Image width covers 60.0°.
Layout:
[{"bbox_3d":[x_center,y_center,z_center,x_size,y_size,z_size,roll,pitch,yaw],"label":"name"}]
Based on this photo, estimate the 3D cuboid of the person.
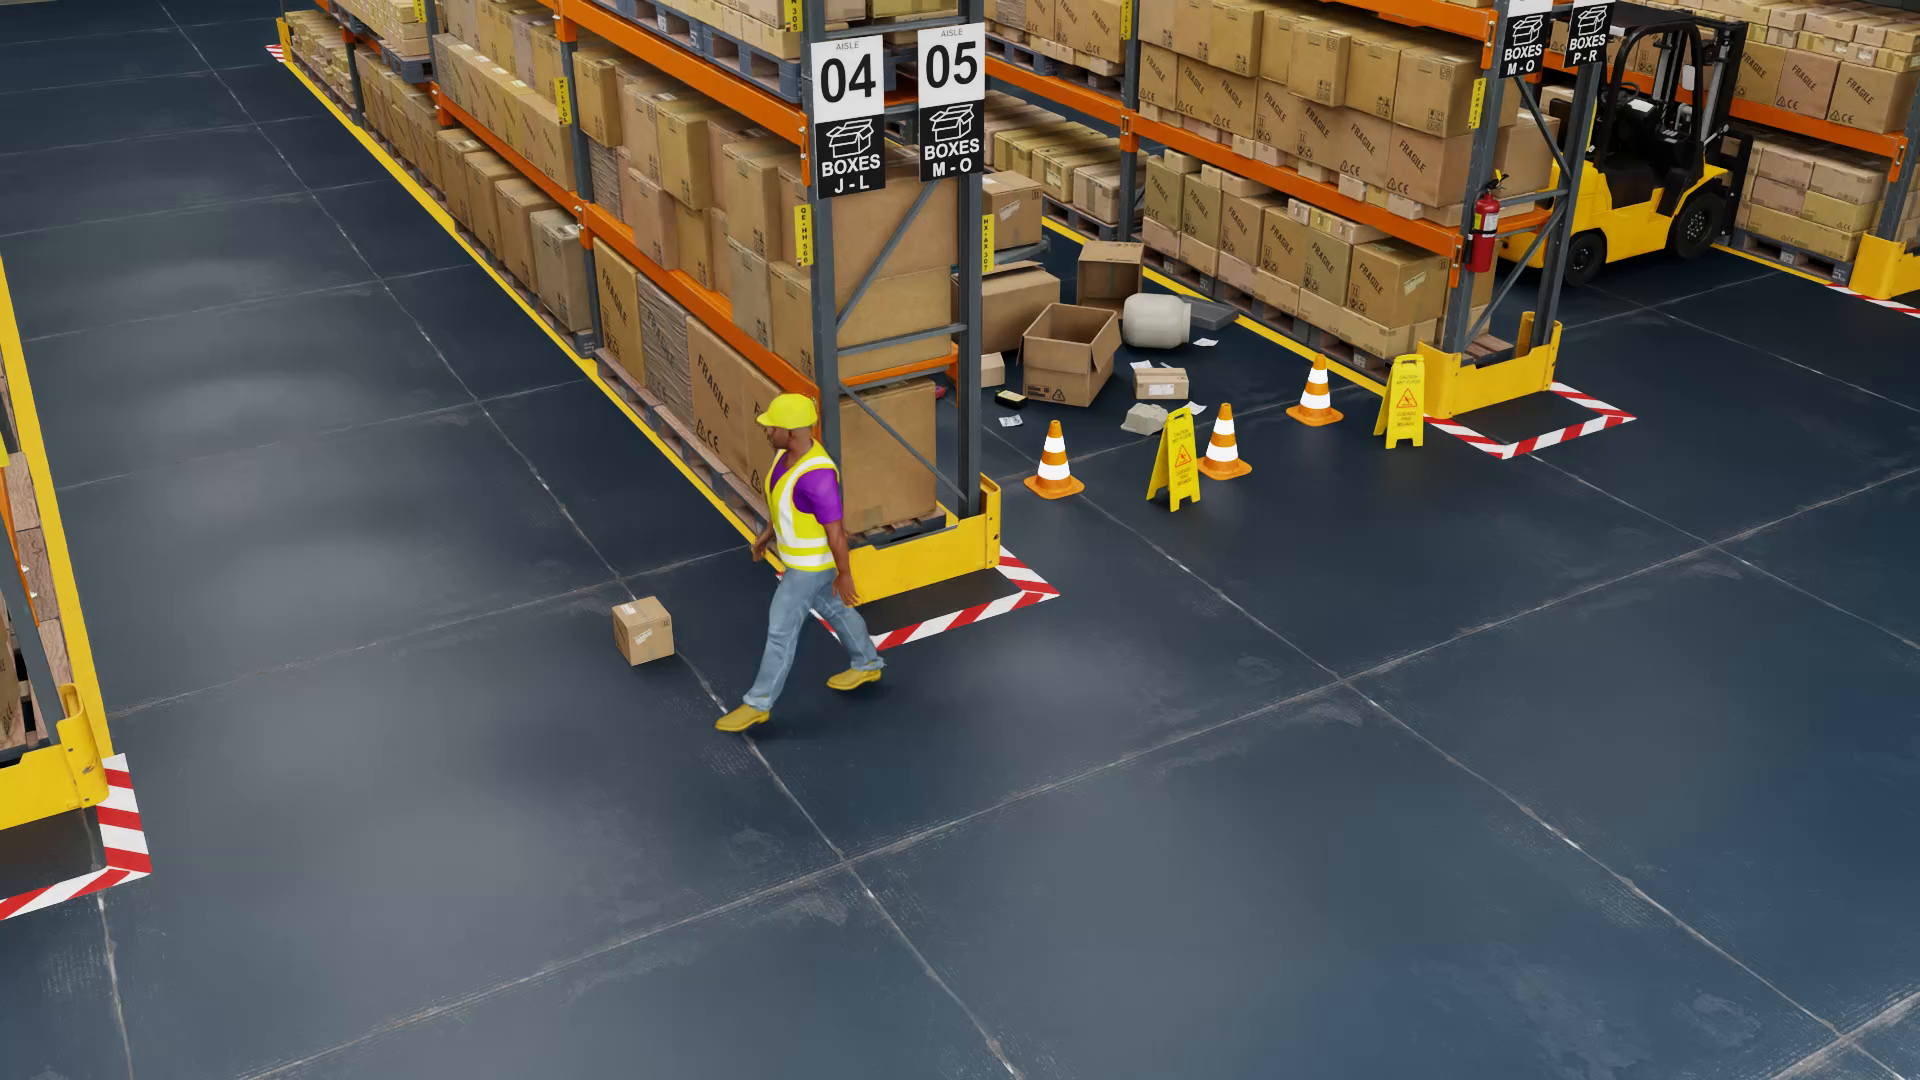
[{"bbox_3d":[-0.854,0.066,8.383,0.953,1.715,0.627,-8,30,-14],"label":"person"}]
